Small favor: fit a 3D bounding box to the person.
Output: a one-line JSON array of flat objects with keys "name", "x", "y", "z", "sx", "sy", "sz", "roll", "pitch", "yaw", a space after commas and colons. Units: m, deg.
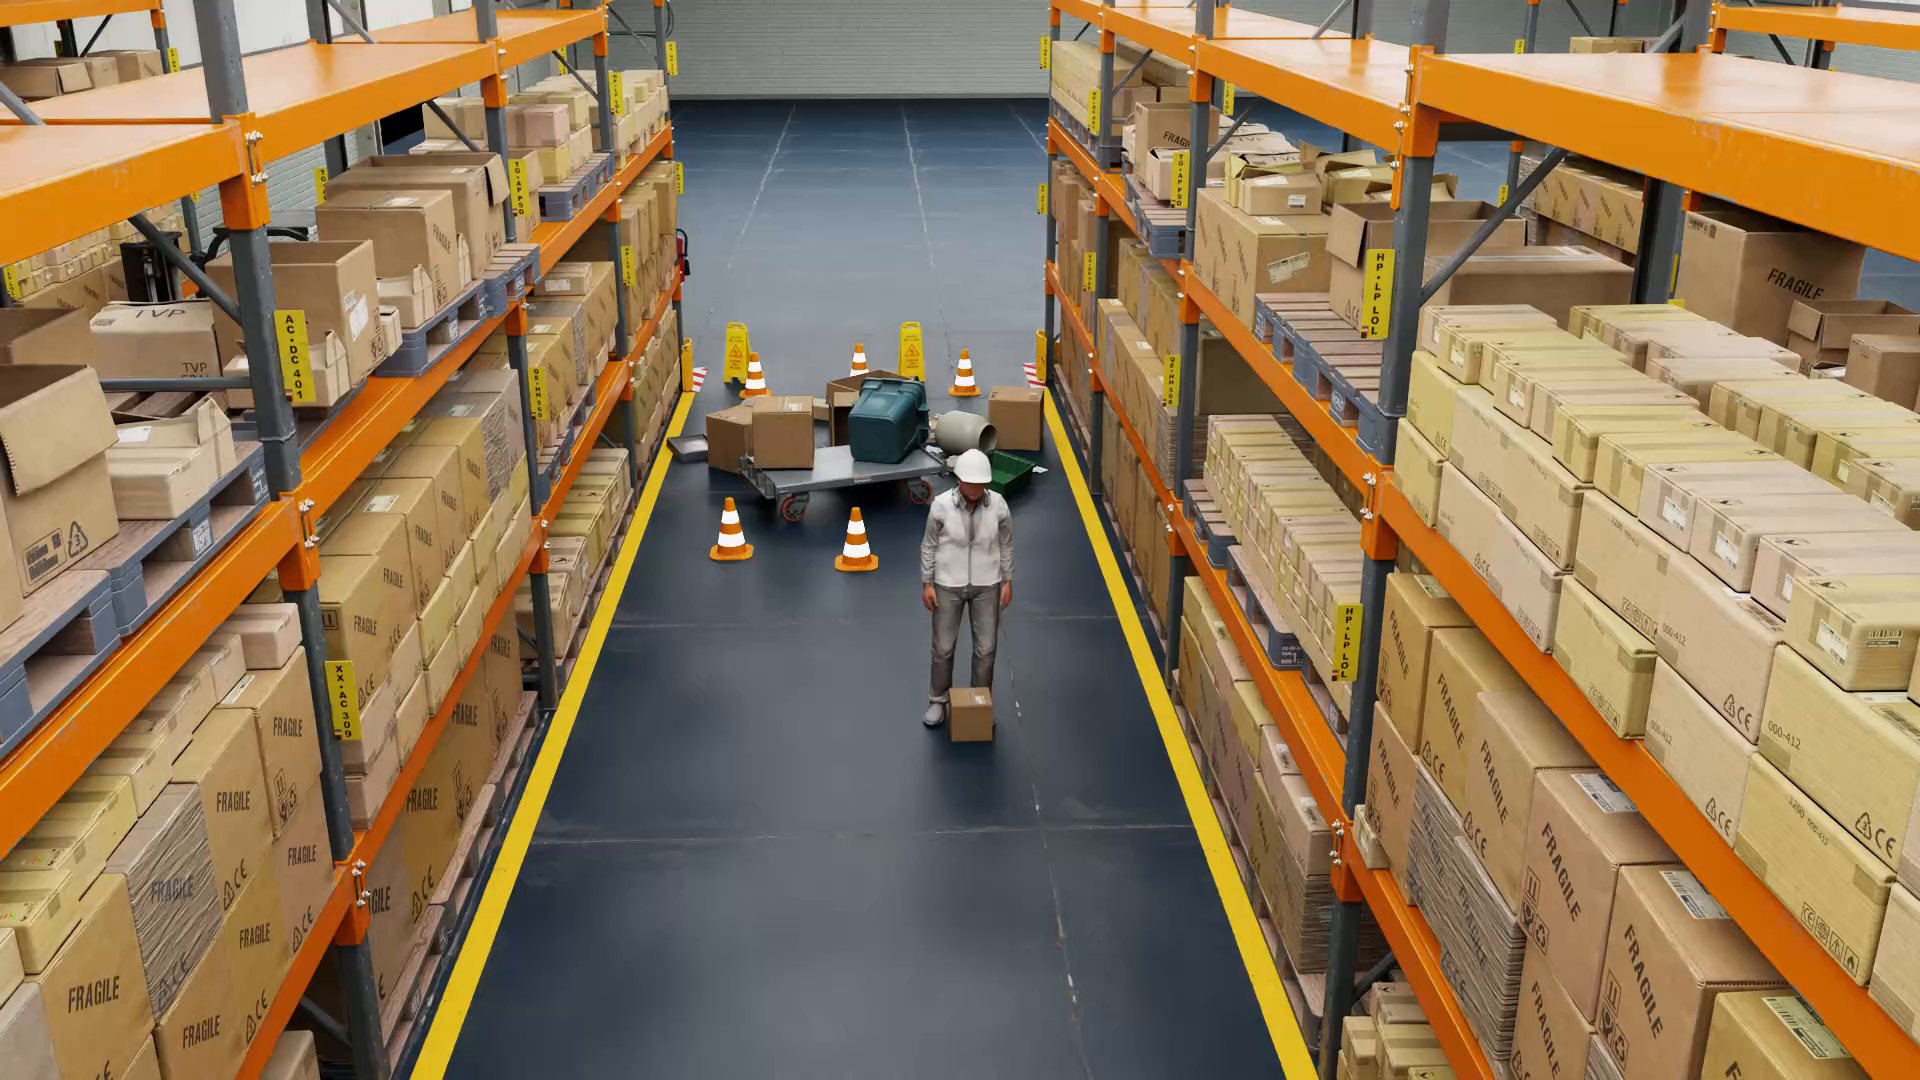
[{"name": "person", "x": 0.048, "y": 0.280, "z": 10.281, "sx": 0.585, "sy": 1.770, "sz": 0.476, "roll": -2, "pitch": 20, "yaw": -6}]
